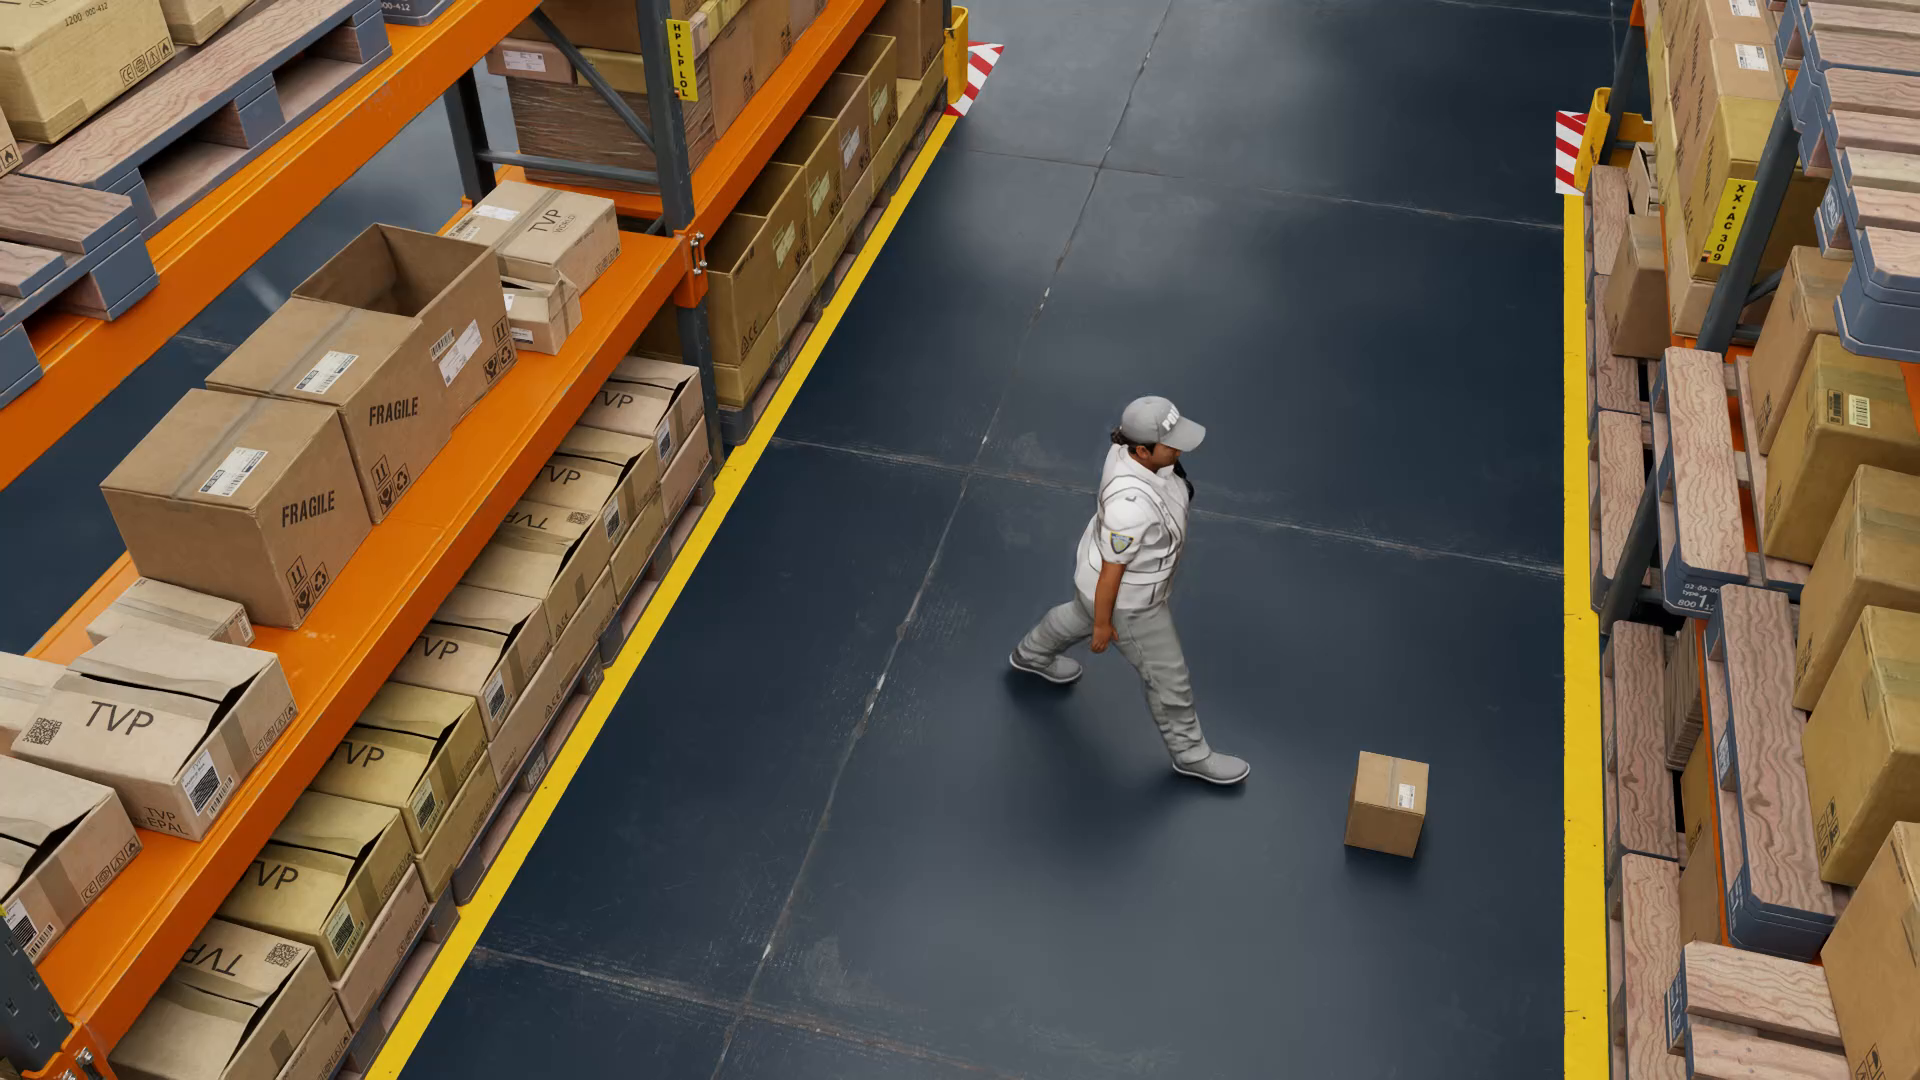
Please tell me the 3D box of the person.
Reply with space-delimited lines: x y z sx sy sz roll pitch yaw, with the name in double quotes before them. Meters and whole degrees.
"person" 0.650 0.128 6.031 1.000 1.610 0.541 8 42 9
